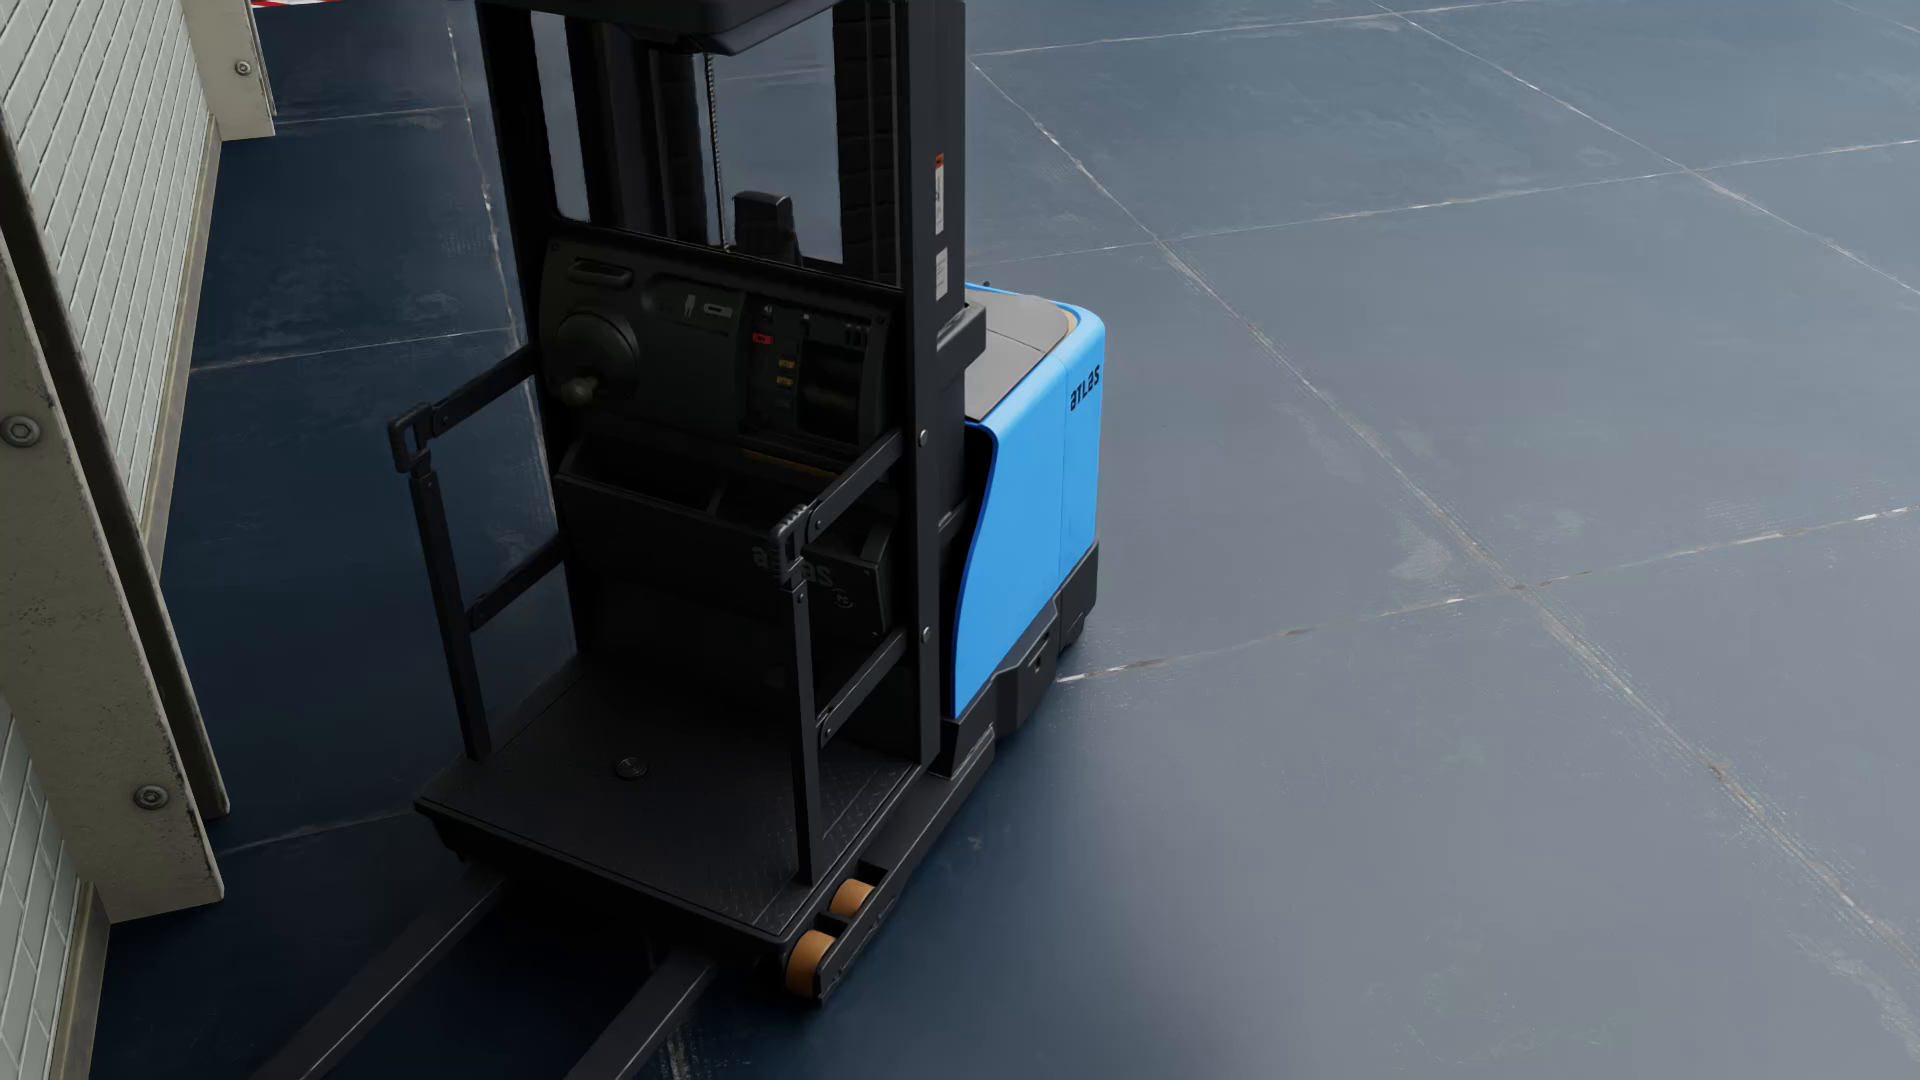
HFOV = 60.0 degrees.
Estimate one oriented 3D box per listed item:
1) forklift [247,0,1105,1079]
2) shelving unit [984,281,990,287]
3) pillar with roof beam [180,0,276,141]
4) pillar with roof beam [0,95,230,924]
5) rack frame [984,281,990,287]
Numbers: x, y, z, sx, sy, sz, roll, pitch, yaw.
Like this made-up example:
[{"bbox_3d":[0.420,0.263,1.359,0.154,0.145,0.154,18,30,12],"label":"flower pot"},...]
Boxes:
[{"bbox_3d":[-0.672,-0.383,3.671,1.130,2.935,3.031,15,36,22],"label":"forklift"},{"bbox_3d":[0.009,-0.390,5.524,0.258,0.900,0.210,-9,35,-13],"label":"shelving unit"},{"bbox_3d":[0.143,-6.769,7.831,9.100,9.000,0.400,-10,35,-15],"label":"pillar with roof beam"},{"bbox_3d":[1.973,-3.619,3.064,9.100,9.000,0.400,-10,35,-15],"label":"pillar with roof beam"},{"bbox_3d":[-0.019,-0.444,5.606,0.240,0.900,0.006,-9,35,-13],"label":"rack frame"}]
